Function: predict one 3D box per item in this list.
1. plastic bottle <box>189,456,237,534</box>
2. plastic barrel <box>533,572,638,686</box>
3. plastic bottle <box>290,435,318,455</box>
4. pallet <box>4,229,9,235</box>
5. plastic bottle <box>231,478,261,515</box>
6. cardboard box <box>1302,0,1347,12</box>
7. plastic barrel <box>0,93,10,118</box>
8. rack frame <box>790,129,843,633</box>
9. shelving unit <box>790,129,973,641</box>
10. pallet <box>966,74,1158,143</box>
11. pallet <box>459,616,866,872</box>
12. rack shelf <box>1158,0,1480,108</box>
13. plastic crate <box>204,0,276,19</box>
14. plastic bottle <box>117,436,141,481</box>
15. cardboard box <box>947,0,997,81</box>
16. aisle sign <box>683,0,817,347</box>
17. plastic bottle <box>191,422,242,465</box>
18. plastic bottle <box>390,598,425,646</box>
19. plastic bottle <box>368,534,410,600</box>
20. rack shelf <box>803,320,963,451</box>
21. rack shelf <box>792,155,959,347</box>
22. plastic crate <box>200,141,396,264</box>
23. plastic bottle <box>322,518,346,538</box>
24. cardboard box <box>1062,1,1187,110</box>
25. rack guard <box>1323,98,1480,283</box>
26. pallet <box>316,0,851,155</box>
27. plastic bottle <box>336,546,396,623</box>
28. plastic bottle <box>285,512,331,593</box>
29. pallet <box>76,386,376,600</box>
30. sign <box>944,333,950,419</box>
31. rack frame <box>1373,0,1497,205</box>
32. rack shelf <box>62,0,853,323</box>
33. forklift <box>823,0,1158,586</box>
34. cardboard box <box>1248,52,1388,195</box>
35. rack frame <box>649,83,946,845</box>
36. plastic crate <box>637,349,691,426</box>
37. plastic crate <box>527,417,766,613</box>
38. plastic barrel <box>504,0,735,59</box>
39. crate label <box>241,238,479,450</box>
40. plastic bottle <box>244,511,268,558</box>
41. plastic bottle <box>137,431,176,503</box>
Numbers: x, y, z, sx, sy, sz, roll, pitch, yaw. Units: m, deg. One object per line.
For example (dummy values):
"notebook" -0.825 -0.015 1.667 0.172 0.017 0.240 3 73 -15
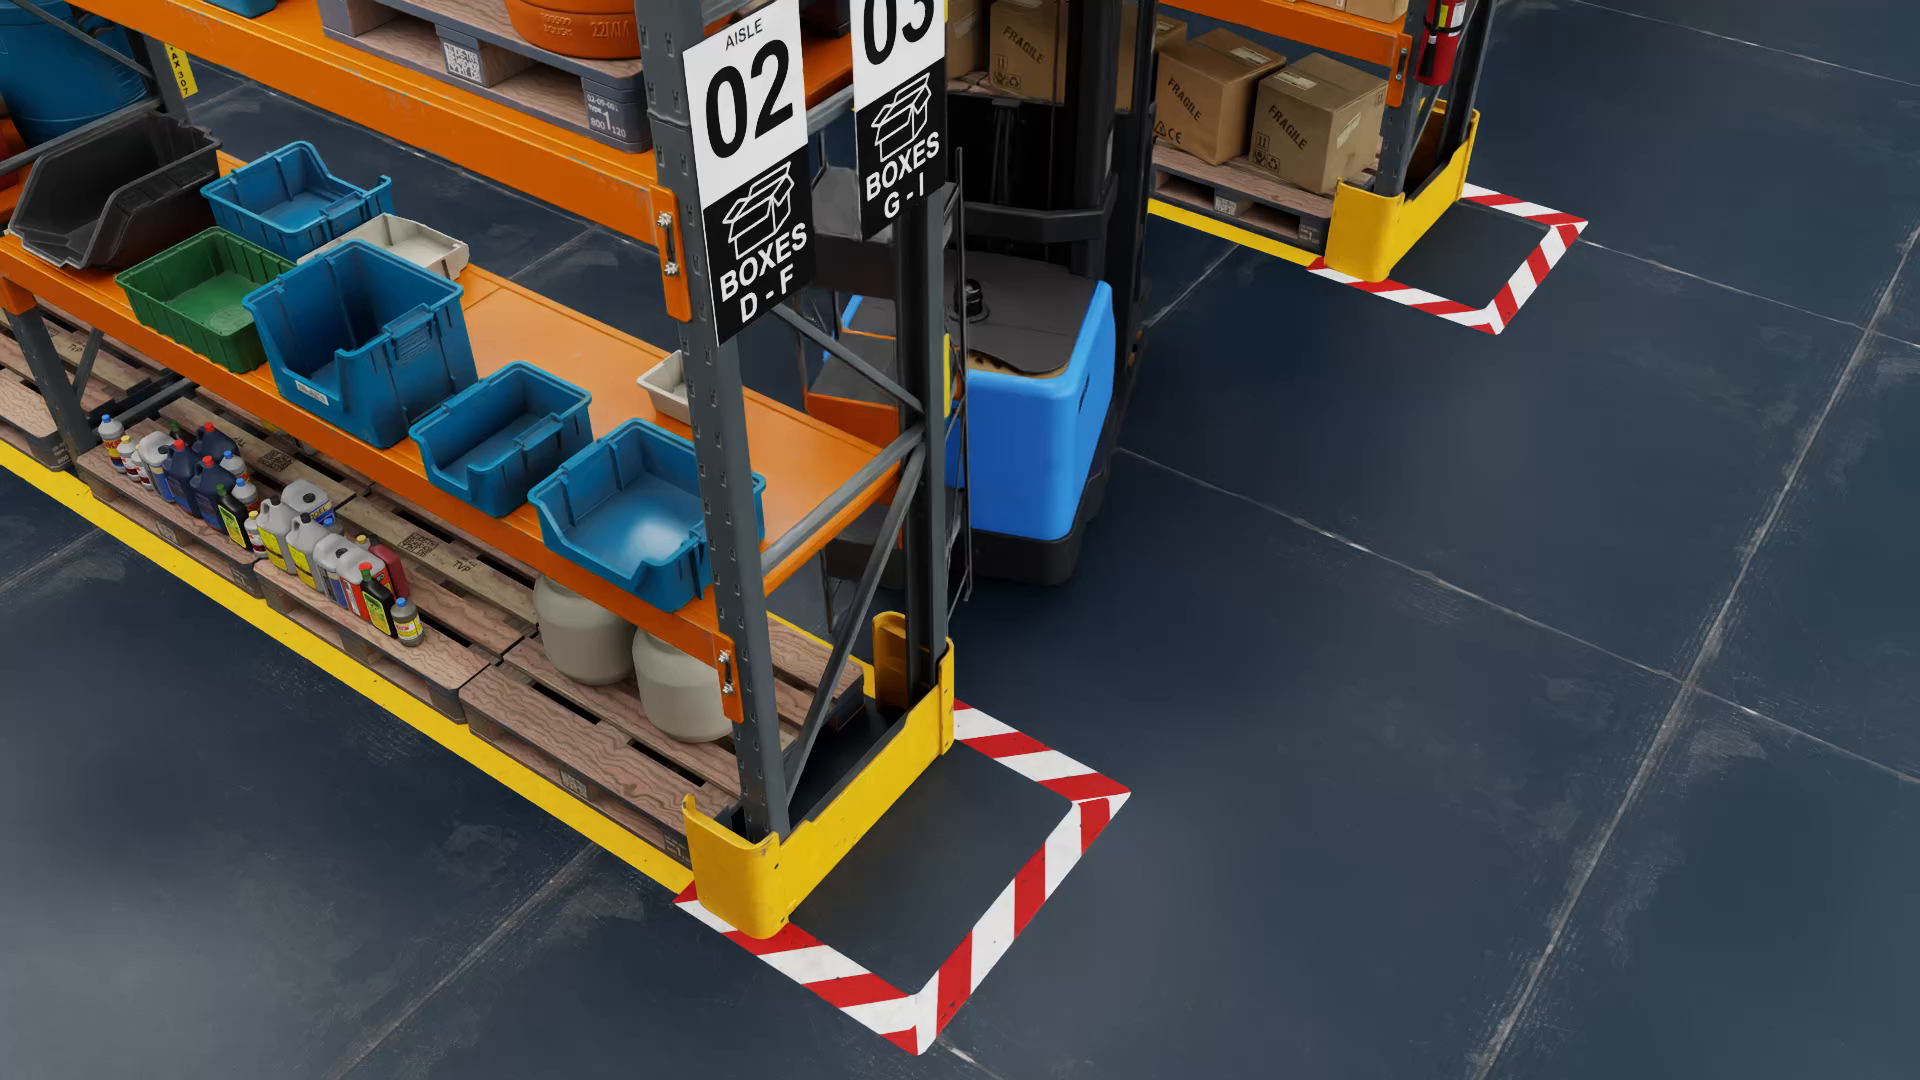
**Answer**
"plastic bottle" -3.082 -0.209 6.891 0.185 0.351 0.144 23 47 24
"plastic barrel" -1.377 0.260 6.261 0.421 0.512 0.421 0 42 0
"plastic bottle" -2.874 -0.536 7.312 0.135 0.276 0.152 25 48 25
"pallet" -5.327 -1.347 8.597 1.213 0.211 1.003 25 48 25
"plastic bottle" -2.940 -0.143 6.877 0.097 0.271 0.097 0 42 0
"cardboard box" 1.904 -2.811 8.331 0.250 0.149 0.380 25 48 25
"plastic barrel" -4.316 -2.177 7.331 0.433 0.535 0.433 0 42 0
"rack frame" -0.501 -0.505 6.226 0.015 2.100 0.400 10 46 12
"shelving unit" -0.266 -0.462 6.175 0.503 2.100 0.431 10 46 12
"pallet" 0.758 -2.600 9.998 1.213 0.211 1.003 25 48 25
"pallet" -1.135 0.613 6.406 1.213 0.211 1.003 25 48 25
"rack shelf" 0.822 -3.310 9.239 4.000 0.370 1.077 25 48 25
"plastic crate" -2.118 -1.786 4.759 0.575 0.384 0.392 25 48 25
"plastic bottle" -3.567 -0.361 7.172 0.097 0.201 0.097 0 42 0
"cardboard box" -0.037 -3.179 10.113 0.500 0.500 0.500 -26 48 -26
"aisle sign" -0.496 -0.888 4.043 0.004 0.787 0.394 25 48 25
"plastic bottle" -3.154 -0.360 7.059 0.185 0.351 0.144 25 48 25
"plastic bottle" -2.139 0.306 6.427 0.097 0.201 0.097 0 42 0
"plastic bottle" -2.269 0.106 6.589 0.133 0.283 0.061 25 48 25
"rack shelf" -0.266 -0.452 6.184 0.480 0.518 0.431 10 46 12
"rack shelf" -0.281 -0.954 5.696 0.480 0.518 0.431 10 46 12
"plastic crate" -2.597 -1.309 6.575 0.616 0.251 0.499 25 48 25
"plastic bottle" -2.548 -0.002 6.771 0.097 0.201 0.097 0 42 0
"cardboard box" 0.947 -2.746 9.629 0.500 0.500 0.500 30 50 29
"rack guard" 2.398 -1.910 9.010 0.348 0.500 1.175 25 48 25
"pallet" -1.005 -1.526 4.598 1.213 0.211 1.003 25 48 25
"plastic bottle" -2.330 0.167 6.526 0.135 0.276 0.152 25 48 26
"plastic bottle" -2.581 0.025 6.629 0.185 0.351 0.144 27 48 27
"pallet" -3.133 -0.321 7.450 1.213 0.211 1.003 25 48 25
"sign" -0.065 -0.510 5.363 0.005 0.325 0.100 25 48 25
"rack frame" 2.460 -2.813 8.144 0.127 3.000 1.000 25 48 25
"rack shelf" -2.021 -1.724 5.217 4.000 0.370 1.077 25 48 25
"forklift" 0.304 -1.897 7.172 1.130 2.935 3.031 10 43 10
"cardboard box" 1.958 -2.286 9.115 0.500 0.500 0.500 -33 51 -31
"rack frame" -0.384 -0.109 5.122 0.127 3.000 1.000 25 48 25
"plastic crate" -0.932 -0.529 5.789 0.250 0.136 0.298 25 48 25
"plastic crate" -0.966 -0.081 5.203 0.616 0.251 0.499 25 48 25
"plastic barrel" -0.855 -1.660 3.969 0.708 0.830 0.600 25 48 25
"crate label" -2.046 -0.679 5.733 0.616 0.435 0.502 25 48 25
"plastic bottle" -2.863 -0.032 6.805 0.097 0.201 0.097 0 42 0
"plastic bottle" -3.369 -0.319 7.069 0.135 0.276 0.152 27 48 27
